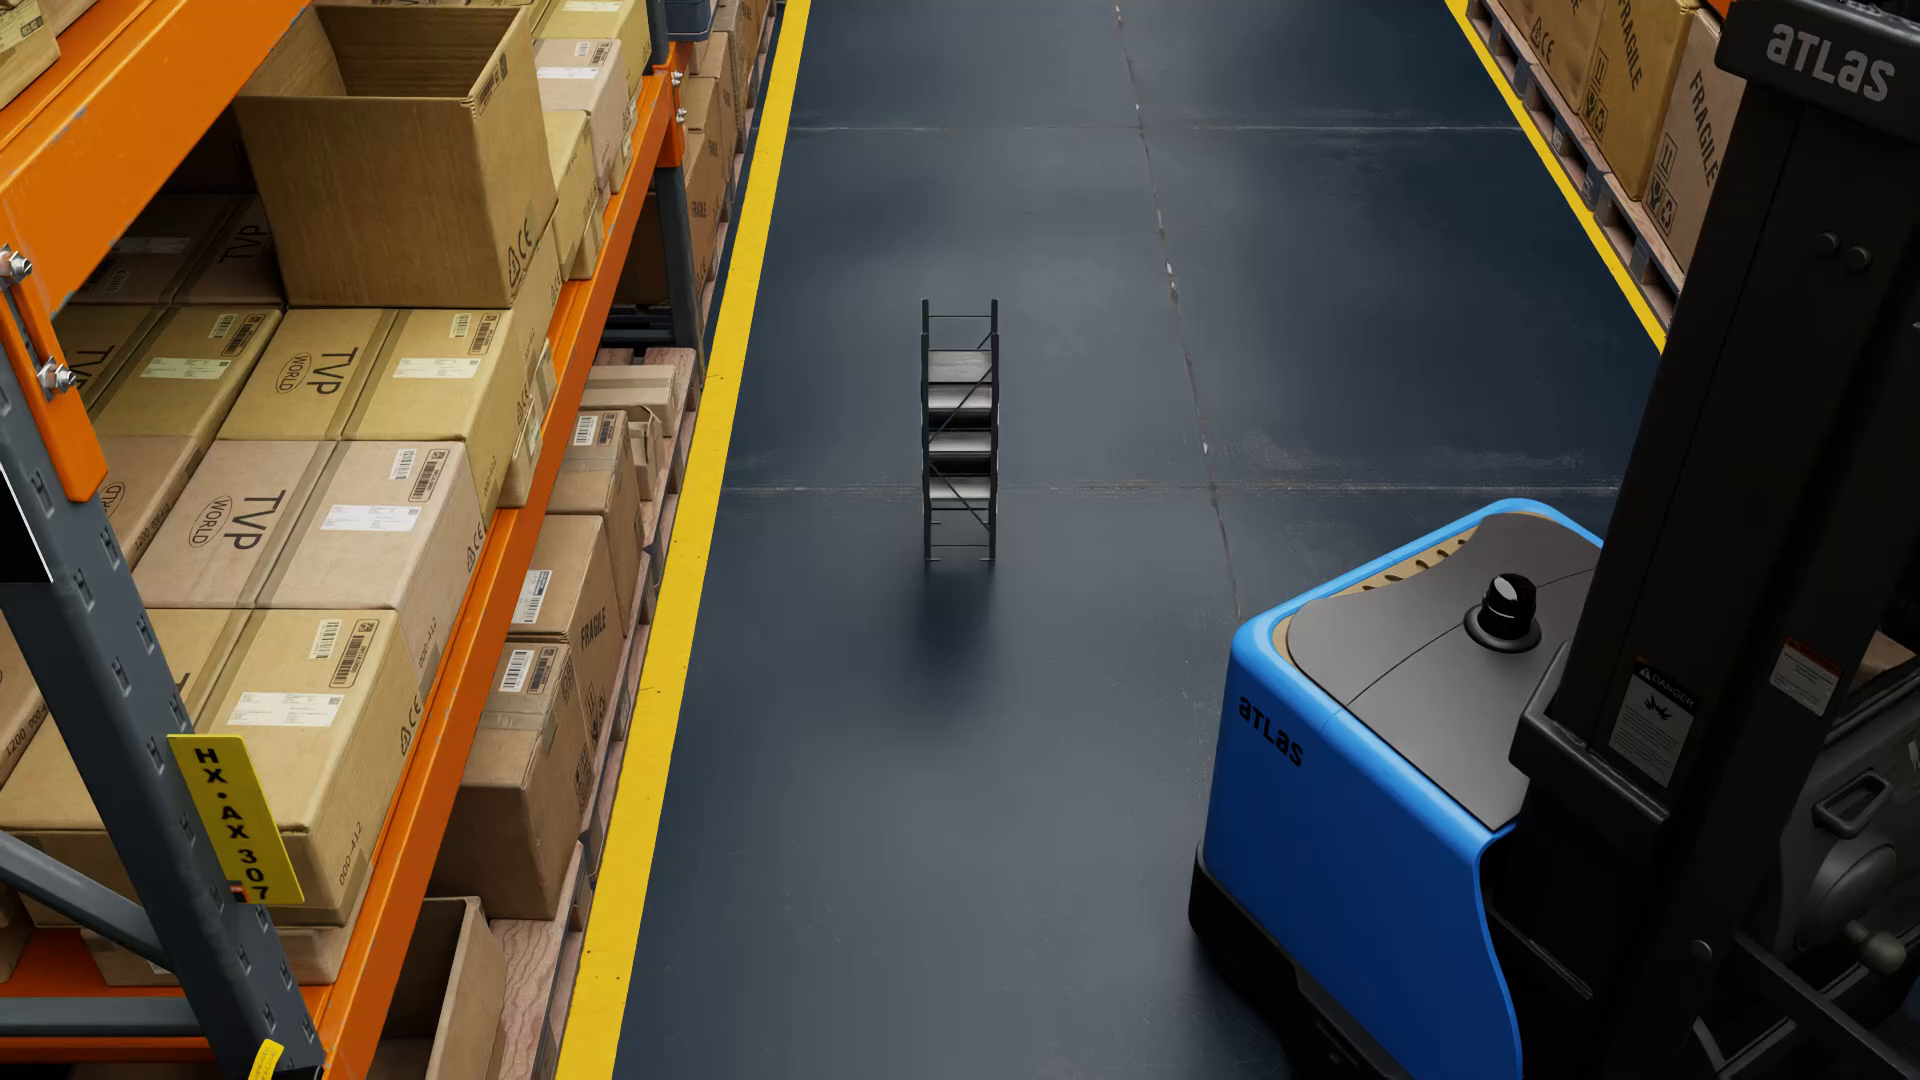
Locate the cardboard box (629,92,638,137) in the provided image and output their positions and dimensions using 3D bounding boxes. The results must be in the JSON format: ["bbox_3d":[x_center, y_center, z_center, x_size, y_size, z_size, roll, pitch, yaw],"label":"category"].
[{"bbox_3d":[-1.227,-1.330,5.212,0.380,0.149,0.250,1,39,1],"label":"cardboard box"}]

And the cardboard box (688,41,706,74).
[{"bbox_3d":[-1.302,-2.117,7.138,0.380,0.149,0.250,0,39,0],"label":"cardboard box"}]

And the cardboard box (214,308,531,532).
[{"bbox_3d":[-1.233,-0.262,3.561,0.500,0.250,0.500,-1,39,-1],"label":"cardboard box"}]

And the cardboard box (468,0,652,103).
[{"bbox_3d":[-1.257,-1.529,5.142,0.500,0.250,0.500,1,39,1],"label":"cardboard box"}]

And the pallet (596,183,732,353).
[{"bbox_3d":[-1.540,-1.210,7.092,1.003,0.211,1.213,0,39,0],"label":"pallet"}]

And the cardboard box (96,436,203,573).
[{"bbox_3d":[-1.762,0.044,3.179,0.500,0.250,0.500,0,39,0],"label":"cardboard box"}]

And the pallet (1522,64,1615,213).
[{"bbox_3d":[3.382,-1.955,8.021,1.003,0.211,1.213,0,39,0],"label":"pallet"}]

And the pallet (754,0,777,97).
[{"bbox_3d":[-1.543,-2.736,8.996,1.003,0.211,1.213,0,39,0],"label":"pallet"}]

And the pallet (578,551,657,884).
[{"bbox_3d":[-1.498,0.493,4.967,1.003,0.211,1.213,0,39,0],"label":"pallet"}]

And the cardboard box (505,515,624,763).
[{"bbox_3d":[-1.266,0.275,4.671,0.500,0.500,0.500,1,39,1],"label":"cardboard box"}]

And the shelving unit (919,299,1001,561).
[{"bbox_3d":[0.000,-0.346,5.462,0.258,0.900,0.210,0,39,0],"label":"shelving unit"}]

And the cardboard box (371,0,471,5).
[{"bbox_3d":[-1.771,-1.538,5.152,0.500,0.250,0.500,0,39,-1],"label":"cardboard box"}]

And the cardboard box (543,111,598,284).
[{"bbox_3d":[-1.254,-0.904,4.362,0.500,0.250,0.500,0,39,0],"label":"cardboard box"}]

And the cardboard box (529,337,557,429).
[{"bbox_3d":[-1.196,-0.367,4.010,0.380,0.149,0.250,1,39,1],"label":"cardboard box"}]

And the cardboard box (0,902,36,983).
[{"bbox_3d":[-1.766,0.602,2.801,0.380,0.149,0.250,0,39,-1],"label":"cardboard box"}]

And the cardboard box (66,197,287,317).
[{"bbox_3d":[-1.759,-0.593,3.973,0.500,0.250,0.500,0,39,0],"label":"cardboard box"}]

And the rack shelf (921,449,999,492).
[{"bbox_3d":[0.000,-0.250,5.539,0.258,0.077,0.200,0,39,0],"label":"rack shelf"}]

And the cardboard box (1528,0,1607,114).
[{"bbox_3d":[3.372,-2.642,8.012,0.875,0.875,0.875,0,39,1],"label":"cardboard box"}]

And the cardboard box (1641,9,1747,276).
[{"bbox_3d":[3.381,-1.518,6.609,0.875,0.875,0.875,1,39,1],"label":"cardboard box"}]

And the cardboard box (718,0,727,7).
[{"bbox_3d":[-1.279,-2.595,7.734,0.380,0.149,0.250,-2,39,-2],"label":"cardboard box"}]

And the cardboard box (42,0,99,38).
[{"bbox_3d":[-1.291,-0.724,2.058,0.380,0.149,0.250,1,39,1],"label":"cardboard box"}]

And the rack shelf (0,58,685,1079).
[{"bbox_3d":[-1.499,-0.259,4.249,1.077,0.370,4.000,0,39,0],"label":"rack shelf"}]

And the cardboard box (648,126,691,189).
[{"bbox_3d":[-1.236,-1.456,6.313,0.380,0.149,0.250,2,39,2],"label":"cardboard box"}]

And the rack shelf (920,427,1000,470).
[{"bbox_3d":[0.000,-0.320,5.483,0.258,0.077,0.200,0,39,0],"label":"rack shelf"}]

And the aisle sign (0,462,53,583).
[{"bbox_3d":[-1.203,-0.261,1.598,0.394,0.787,0.004,0,39,0],"label":"aisle sign"}]

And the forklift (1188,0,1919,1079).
[{"bbox_3d":[1.831,0.500,2.782,1.130,2.935,3.031,-22,44,-25],"label":"forklift"}]

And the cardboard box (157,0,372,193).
[{"bbox_3d":[-1.766,-1.209,4.142,0.500,0.500,0.500,-1,39,-1],"label":"cardboard box"}]

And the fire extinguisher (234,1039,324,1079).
[{"bbox_3d":[-1.035,0.979,2.490,0.296,0.674,0.183,0,39,0],"label":"fire extinguisher"}]

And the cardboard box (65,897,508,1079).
[{"bbox_3d":[-1.403,1.139,3.590,0.797,0.503,0.637,-1,39,-2],"label":"cardboard box"}]

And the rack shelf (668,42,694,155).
[{"bbox_3d":[-1.504,-2.760,7.371,1.077,0.370,4.000,0,39,0],"label":"rack shelf"}]

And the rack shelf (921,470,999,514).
[{"bbox_3d":[0.000,-0.180,5.596,0.258,0.077,0.200,0,39,0],"label":"rack shelf"}]

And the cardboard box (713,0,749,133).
[{"bbox_3d":[-1.278,-2.251,7.823,0.500,0.500,0.500,-1,39,-2],"label":"cardboard box"}]

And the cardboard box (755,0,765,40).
[{"bbox_3d":[-1.301,-2.903,8.636,0.500,0.500,0.500,-1,39,-1],"label":"cardboard box"}]

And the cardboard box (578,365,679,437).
[{"bbox_3d":[-1.207,-0.493,5.911,0.380,0.149,0.250,-1,39,-1],"label":"cardboard box"}]

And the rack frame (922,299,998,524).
[{"bbox_3d":[0.000,-0.410,5.542,0.240,0.900,0.006,0,39,0],"label":"rack frame"}]

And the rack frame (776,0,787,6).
[{"bbox_3d":[-1.506,-4.291,8.706,1.000,3.000,0.127,0,39,0],"label":"rack frame"}]

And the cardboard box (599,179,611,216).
[{"bbox_3d":[-1.229,-1.003,4.804,0.380,0.149,0.250,1,39,1],"label":"cardboard box"}]

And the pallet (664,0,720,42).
[{"bbox_3d":[-1.393,-2.215,6.269,1.003,0.211,1.213,0,39,0],"label":"pallet"}]

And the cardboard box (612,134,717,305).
[{"bbox_3d":[-1.277,-1.281,6.613,0.500,0.500,0.500,2,39,2],"label":"cardboard box"}]
